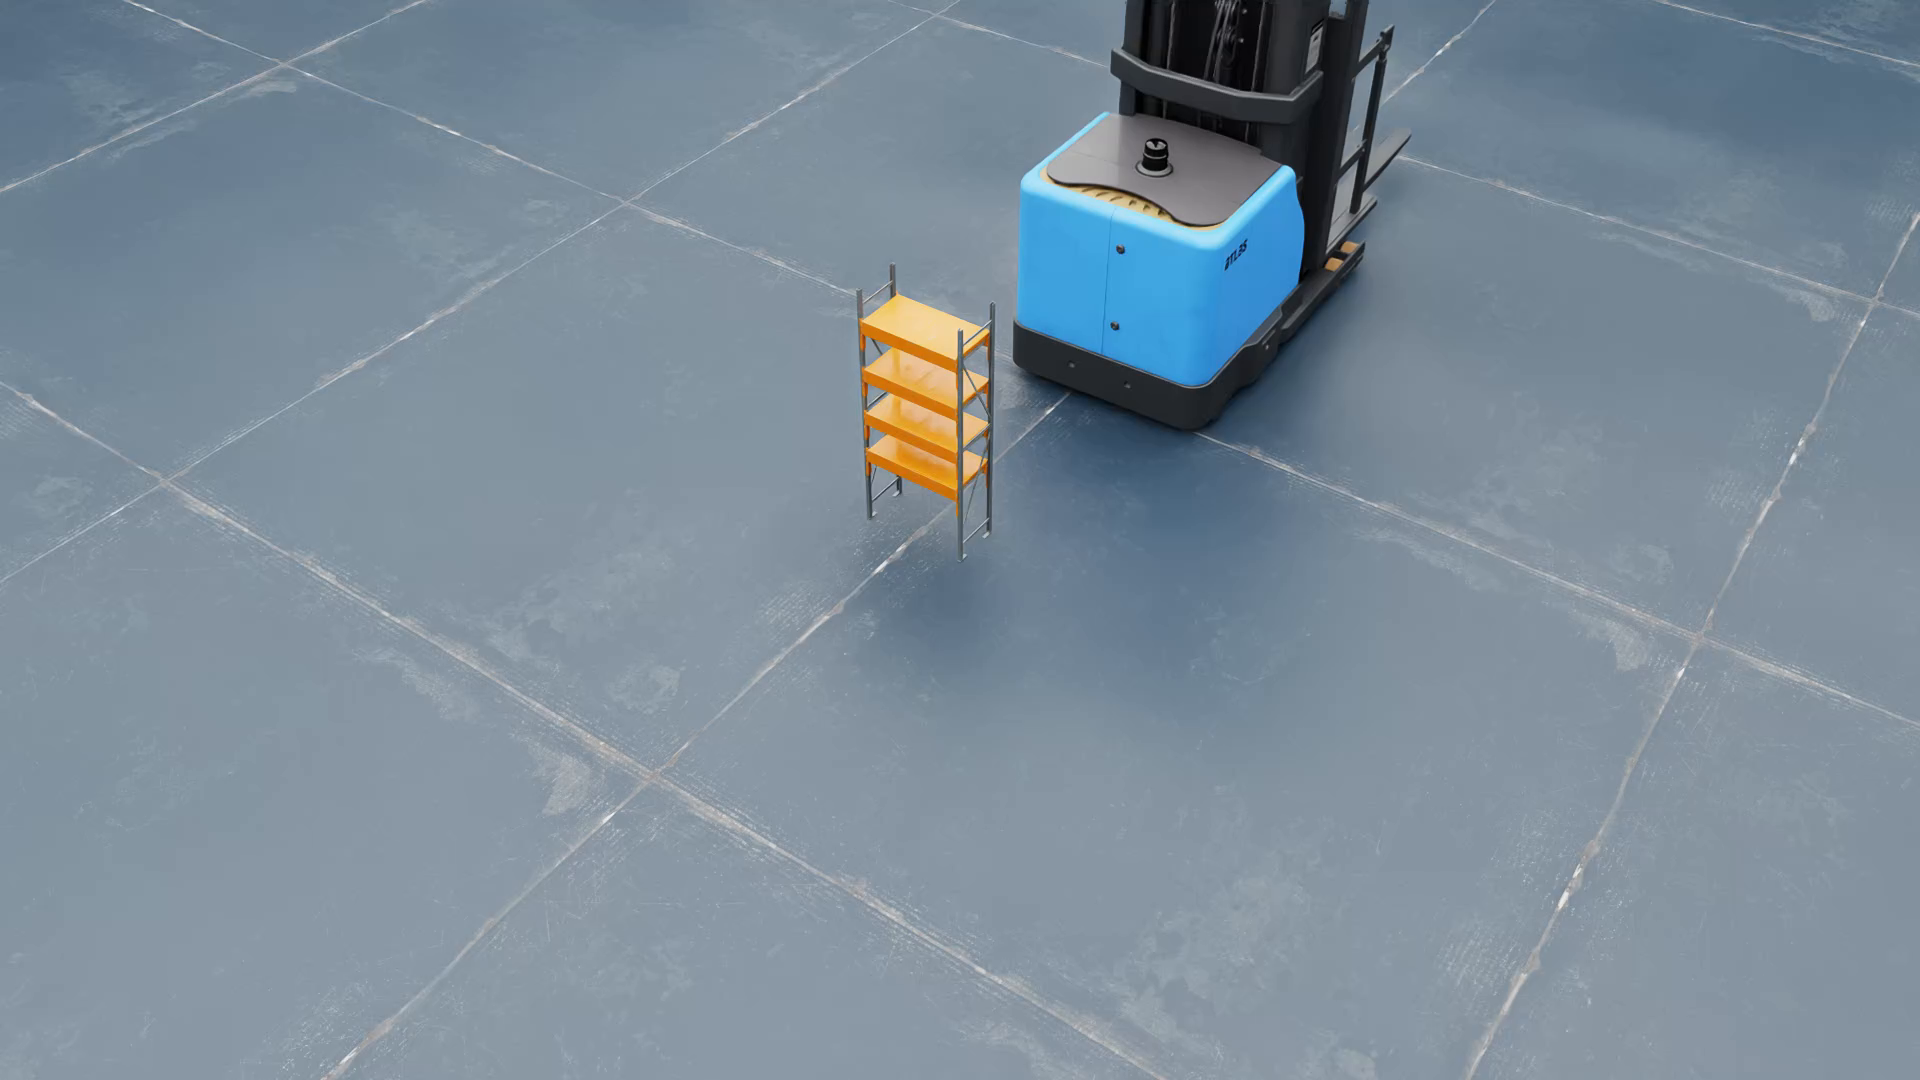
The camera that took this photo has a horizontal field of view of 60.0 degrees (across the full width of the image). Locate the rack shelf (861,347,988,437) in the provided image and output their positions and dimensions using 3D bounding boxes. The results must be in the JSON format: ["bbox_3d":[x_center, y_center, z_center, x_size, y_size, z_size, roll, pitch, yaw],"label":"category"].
[{"bbox_3d":[-0.136,-0.627,6.816,0.480,0.148,0.258,25,48,25],"label":"rack shelf"}]

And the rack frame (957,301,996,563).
[{"bbox_3d":[0.064,-0.417,6.816,0.015,1.200,0.240,25,48,25],"label":"rack frame"}]

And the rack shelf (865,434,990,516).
[{"bbox_3d":[-0.136,-0.312,7.098,0.480,0.148,0.258,25,48,25],"label":"rack shelf"}]

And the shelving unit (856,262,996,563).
[{"bbox_3d":[-0.136,-0.511,6.921,0.503,1.200,0.258,25,48,25],"label":"shelving unit"}]

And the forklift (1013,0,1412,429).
[{"bbox_3d":[1.486,-2.560,7.913,1.130,2.935,3.031,24,47,24],"label":"forklift"}]

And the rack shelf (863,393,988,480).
[{"bbox_3d":[-0.136,-0.460,6.966,0.480,0.148,0.258,25,48,25],"label":"rack shelf"}]

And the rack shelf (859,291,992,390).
[{"bbox_3d":[-0.136,-0.803,6.659,0.480,0.148,0.258,25,48,25],"label":"rack shelf"}]

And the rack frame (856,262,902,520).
[{"bbox_3d":[-0.335,-0.604,7.025,0.015,1.200,0.240,25,48,25],"label":"rack frame"}]
